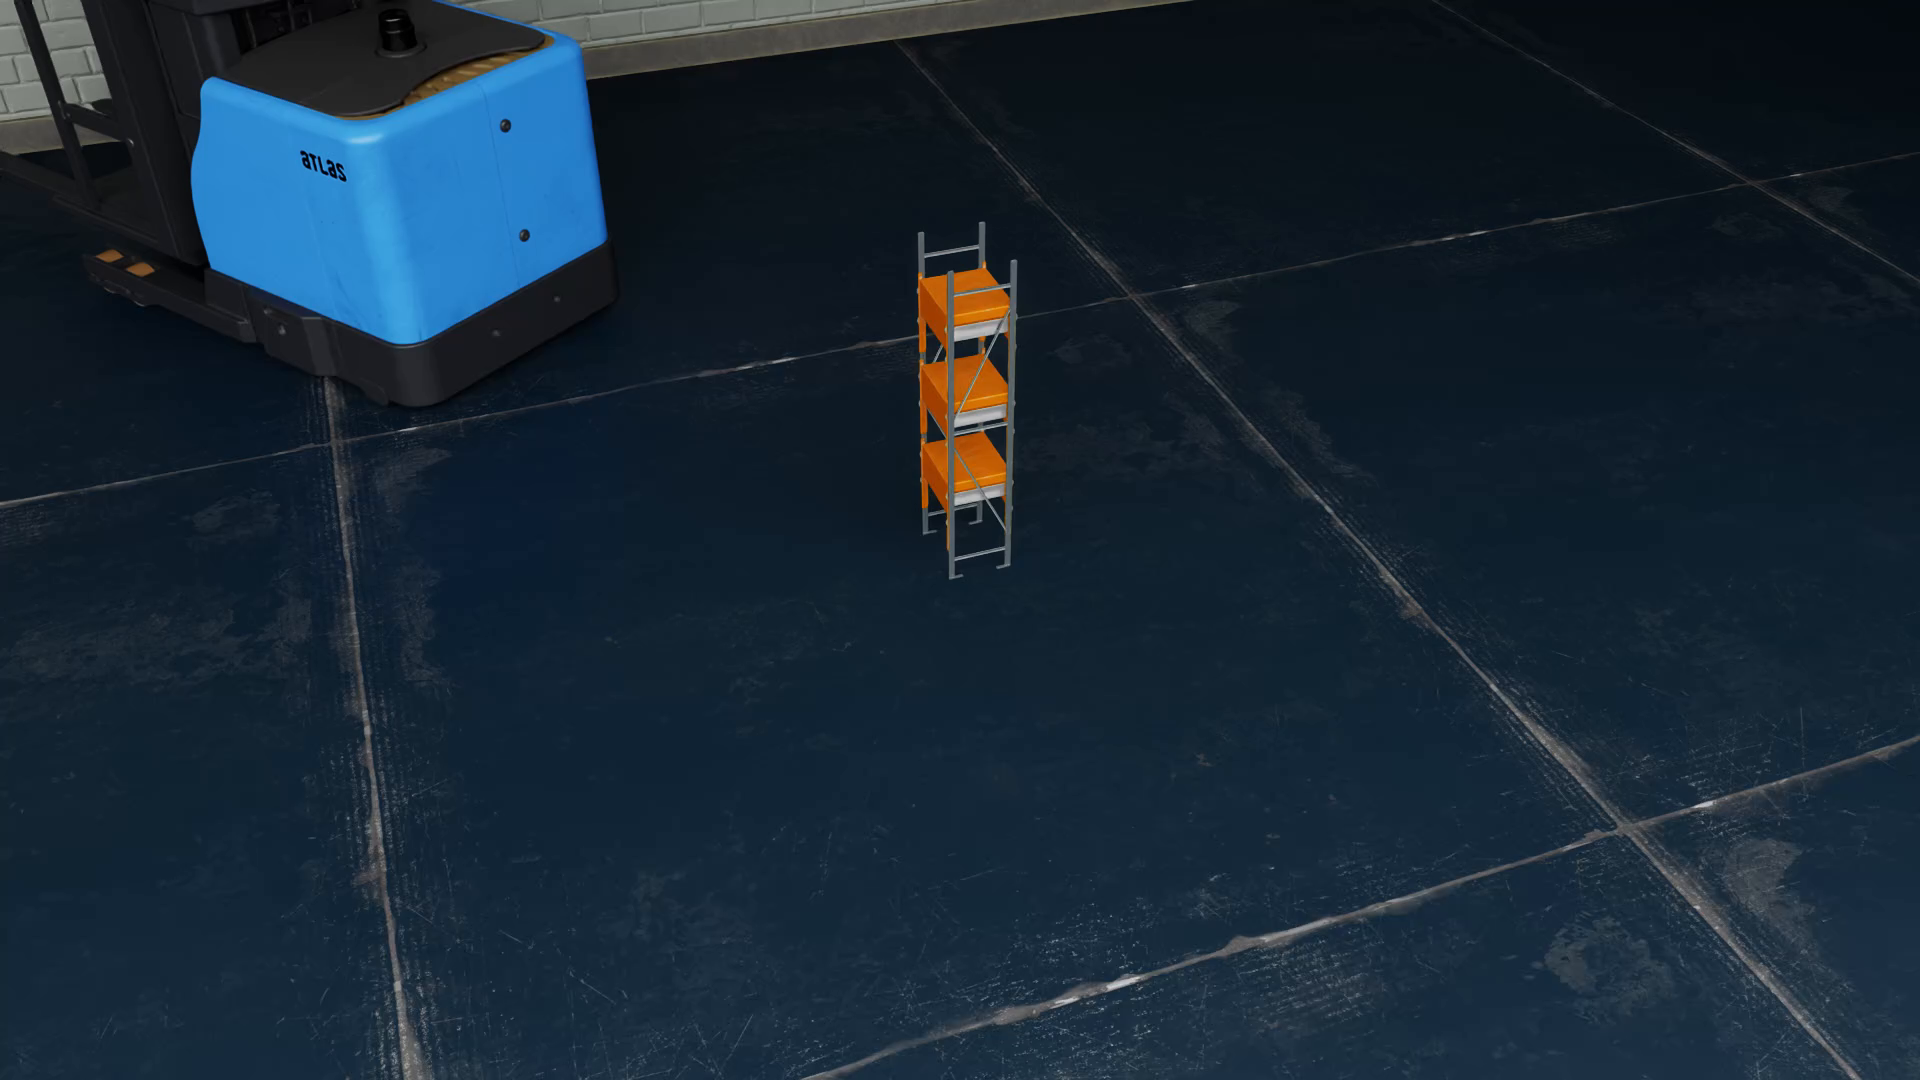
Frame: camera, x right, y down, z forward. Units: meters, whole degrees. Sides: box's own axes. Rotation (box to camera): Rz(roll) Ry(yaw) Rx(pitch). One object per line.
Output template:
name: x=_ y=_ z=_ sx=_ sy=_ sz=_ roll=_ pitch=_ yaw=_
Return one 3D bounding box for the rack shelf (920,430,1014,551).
rack shelf: x=0.018 y=-0.159 z=5.068 sx=0.215 sy=0.259 sz=0.240 roll=-12 pitch=39 yaw=-16

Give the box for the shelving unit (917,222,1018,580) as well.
shelving unit: x=0.018 y=-0.389 z=4.894 sx=0.215 sy=1.050 sz=0.252 roll=-12 pitch=39 yaw=-16

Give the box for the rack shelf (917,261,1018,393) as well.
rack shelf: x=0.018 y=-0.607 z=4.730 sx=0.215 sy=0.259 sz=0.240 roll=-12 pitch=39 yaw=-16

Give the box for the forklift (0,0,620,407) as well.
forklift: x=-2.814 y=-2.316 z=5.889 sx=3.031 sy=2.935 sz=1.130 roll=22 pitch=42 yaw=26

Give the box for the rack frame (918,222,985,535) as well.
rack frame: x=-0.024 y=-0.458 z=4.986 sx=0.200 sy=1.050 sz=0.008 roll=-12 pitch=39 yaw=-16

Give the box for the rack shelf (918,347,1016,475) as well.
rack shelf: x=0.018 y=-0.381 z=4.900 sx=0.215 sy=0.259 sz=0.240 roll=-12 pitch=39 yaw=-16

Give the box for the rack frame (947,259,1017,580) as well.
rack frame: x=0.060 y=-0.320 z=4.803 sx=0.200 sy=1.050 sz=0.008 roll=-12 pitch=39 yaw=-16
